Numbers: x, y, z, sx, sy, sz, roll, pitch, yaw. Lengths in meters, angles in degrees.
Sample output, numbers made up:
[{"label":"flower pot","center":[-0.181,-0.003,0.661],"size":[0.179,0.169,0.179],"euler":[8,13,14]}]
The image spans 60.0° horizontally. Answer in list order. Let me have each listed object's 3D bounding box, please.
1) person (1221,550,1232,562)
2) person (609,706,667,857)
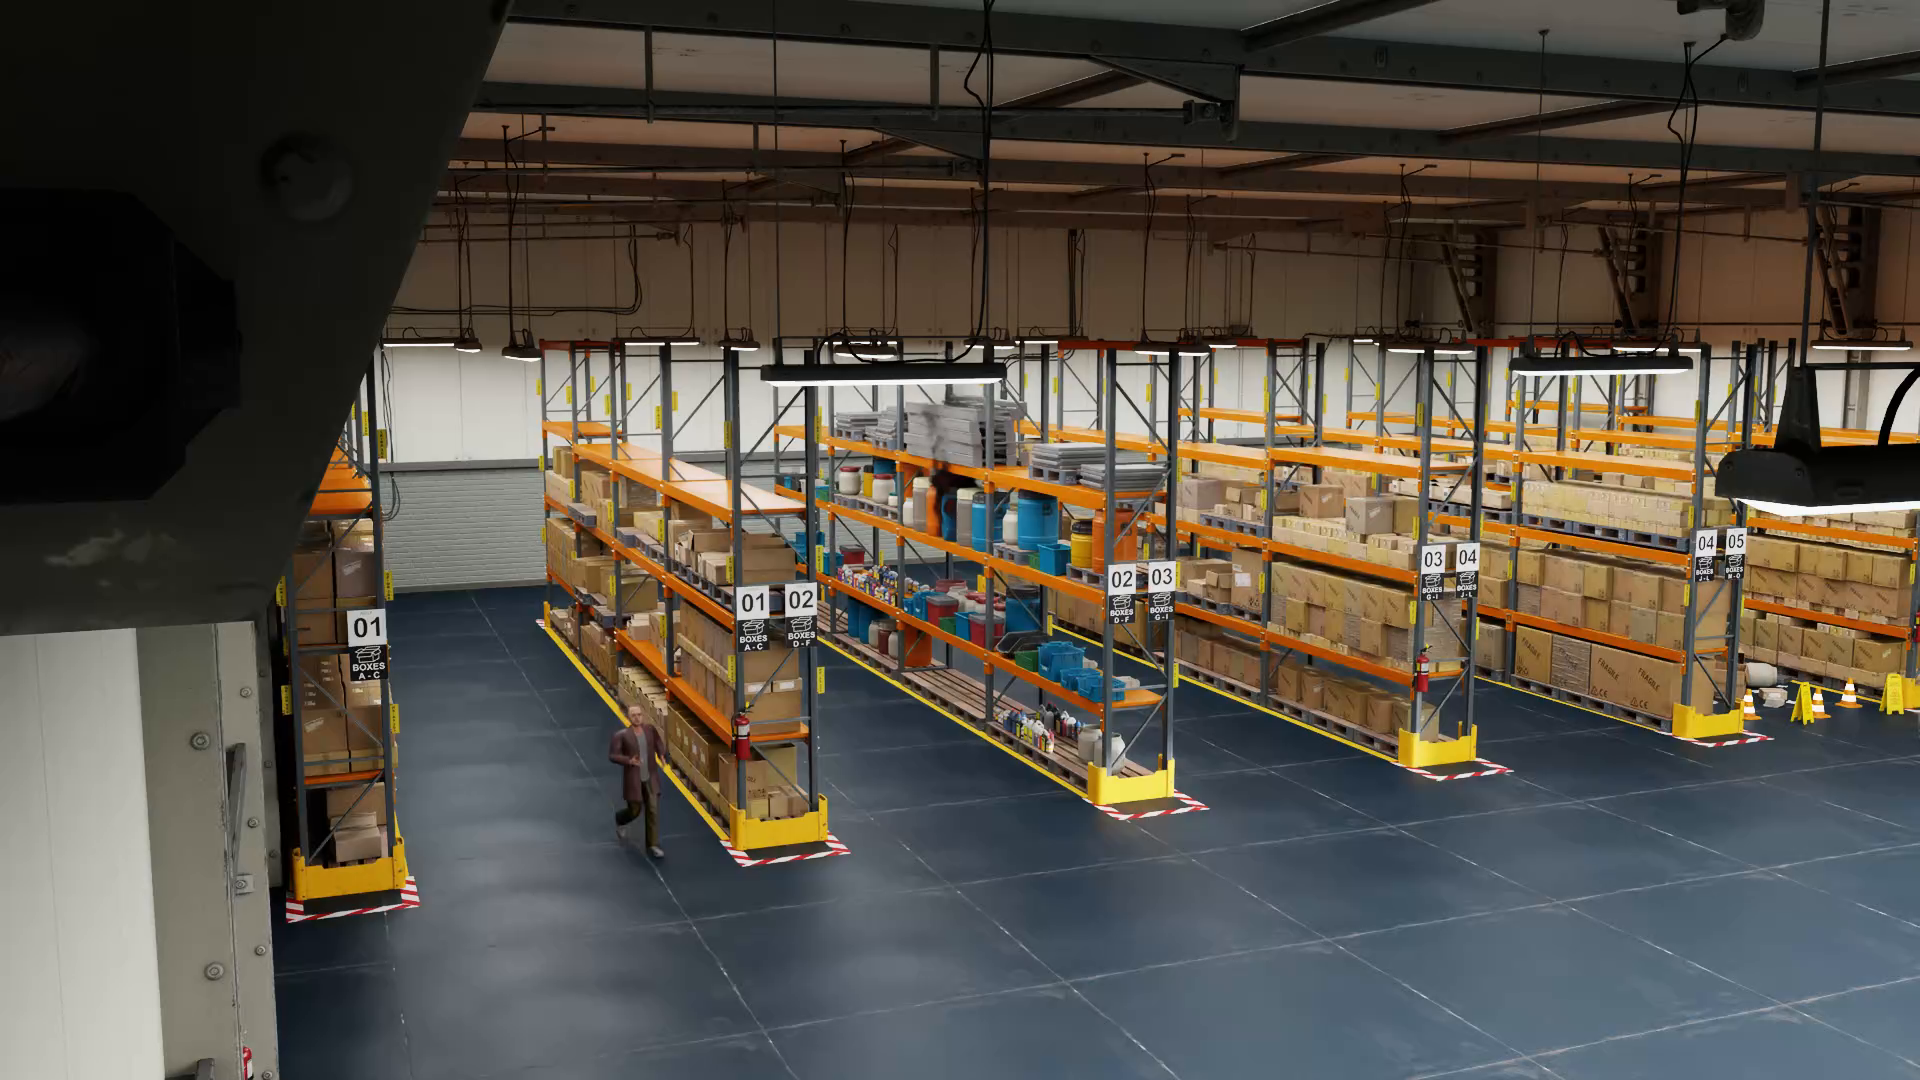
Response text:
[{"label":"person","center":[6.904,-0.034,42.416],"size":[0.744,1.737,0.705],"euler":[-3,8,-25]},{"label":"person","center":[-3.830,2.870,20.007],"size":[0.723,1.720,1.059],"euler":[-4,8,-29]}]
